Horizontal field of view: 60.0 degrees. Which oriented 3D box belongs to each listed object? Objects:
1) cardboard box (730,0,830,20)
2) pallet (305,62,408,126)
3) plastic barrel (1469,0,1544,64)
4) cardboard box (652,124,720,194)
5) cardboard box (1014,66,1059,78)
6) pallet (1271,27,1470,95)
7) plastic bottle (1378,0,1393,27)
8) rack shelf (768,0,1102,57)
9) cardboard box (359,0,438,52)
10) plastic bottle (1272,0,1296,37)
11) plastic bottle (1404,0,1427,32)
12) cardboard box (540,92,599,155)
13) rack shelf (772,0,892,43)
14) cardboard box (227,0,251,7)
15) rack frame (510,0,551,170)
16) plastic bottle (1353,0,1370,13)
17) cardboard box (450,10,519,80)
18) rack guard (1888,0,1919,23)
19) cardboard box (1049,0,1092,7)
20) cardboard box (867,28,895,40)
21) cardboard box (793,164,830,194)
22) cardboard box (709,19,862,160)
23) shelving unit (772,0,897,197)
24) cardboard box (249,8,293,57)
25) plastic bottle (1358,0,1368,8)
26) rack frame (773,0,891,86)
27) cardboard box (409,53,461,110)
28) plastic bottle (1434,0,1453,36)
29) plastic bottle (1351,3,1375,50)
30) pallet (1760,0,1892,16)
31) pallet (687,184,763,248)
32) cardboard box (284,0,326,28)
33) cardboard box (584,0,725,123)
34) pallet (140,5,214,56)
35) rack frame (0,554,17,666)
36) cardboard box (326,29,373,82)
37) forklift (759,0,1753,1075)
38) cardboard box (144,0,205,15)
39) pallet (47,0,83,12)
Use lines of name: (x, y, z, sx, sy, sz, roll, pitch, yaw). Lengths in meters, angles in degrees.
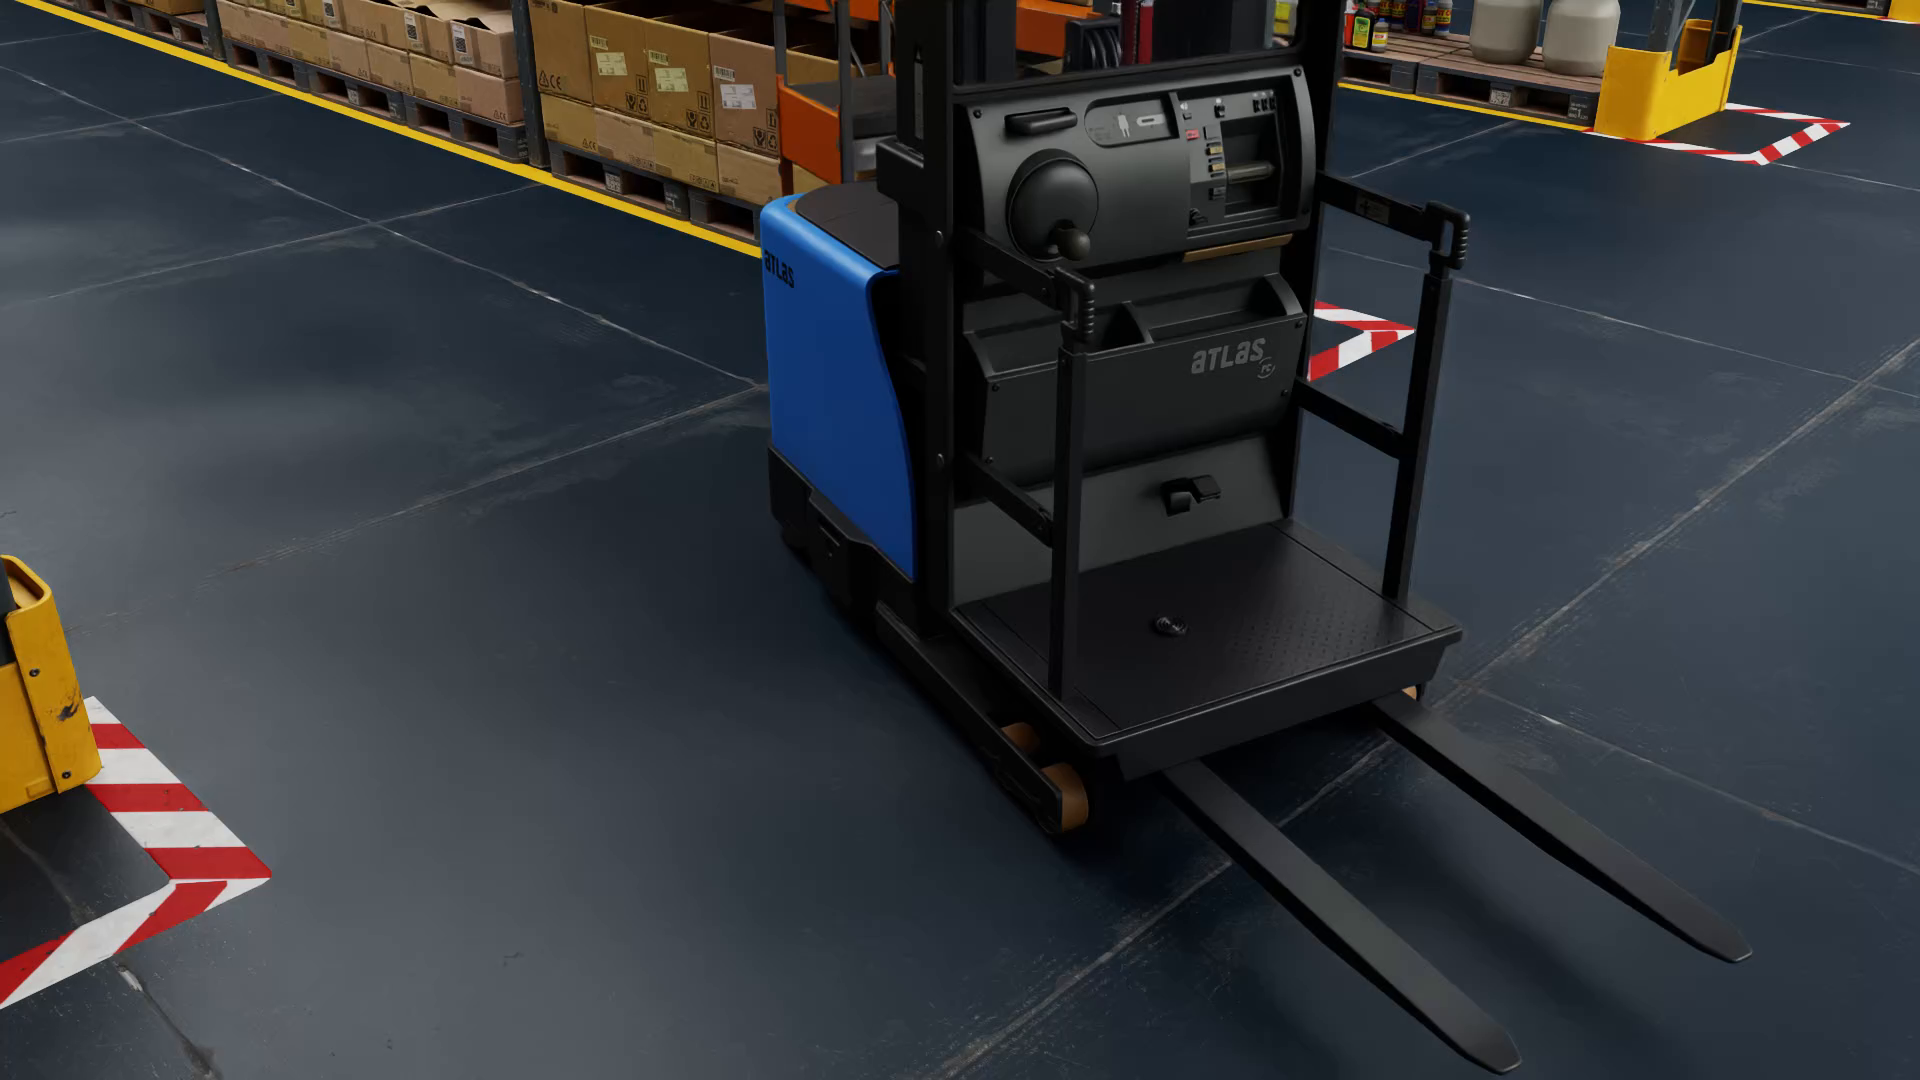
cardboard box: (-0.789, -2.430, 8.345, 0.500, 0.500, 0.500, 25, 36, 38)
pallet: (-3.407, -2.928, 10.591, 1.213, 0.211, 1.003, 25, 36, 38)
plastic barrel: (3.467, -3.312, 10.547, 0.421, 0.512, 0.421, 0, 28, 0)
cardboard box: (-1.156, -1.924, 8.189, 0.500, 0.250, 0.500, 25, 36, 38)
cardboard box: (0.281, -1.608, 6.783, 0.500, 0.500, 0.500, 25, 36, 38)
pallet: (2.819, -3.314, 11.325, 1.213, 0.211, 1.003, 25, 36, 38)
plastic bottle: (2.958, -3.701, 11.523, 0.097, 0.271, 0.097, 0, 28, 0)
rack shelf: (-0.554, -2.565, 7.679, 4.000, 0.370, 1.077, 25, 36, 38)
cardboard box: (-3.199, -3.122, 9.865, 0.500, 0.311, 0.500, 24, 36, 38)
plastic bottle: (2.218, -3.600, 11.247, 0.185, 0.351, 0.144, 24, 36, 38)
plastic bottle: (3.125, -3.641, 11.398, 0.061, 0.283, 0.133, -25, 36, -38)
cardboard box: (-1.862, -2.253, 8.816, 0.500, 0.250, 0.500, 25, 36, 38)
rack shelf: (-0.290, -1.812, 4.965, 0.431, 0.518, 0.480, -14, 31, -25)
cardboard box: (-4.665, -3.790, 11.136, 0.500, 0.311, 0.500, -24, 36, -38)
rack frame: (-1.980, -3.536, 8.753, 0.127, 3.000, 1.000, 25, 36, 38)
plastic bottle: (2.644, -3.447, 11.028, 0.133, 0.283, 0.061, 25, 36, 38)
cardboard box: (-2.470, -2.791, 9.235, 0.500, 0.311, 0.500, 25, 36, 38)
rack guard: (7.766, -4.436, 13.149, 0.348, 0.500, 1.175, 25, 36, 38)
cardboard box: (0.548, -2.432, 6.545, 0.500, 0.500, 0.700, 25, 36, 38)
cardboard box: (-0.078, -2.102, 7.722, 0.500, 0.500, 0.500, 25, 36, 38)
cardboard box: (-0.440, -1.599, 7.571, 0.500, 0.250, 0.500, 25, 36, 38)
cardboard box: (-0.798, -2.093, 7.705, 0.500, 0.500, 0.500, 25, 36, 38)
shelving unit: (-0.290, -1.205, 5.285, 0.431, 2.100, 0.503, -14, 31, -25)
cardboard box: (-4.306, -3.378, 10.955, 0.500, 0.250, 0.500, 23, 36, 37)
plastic bottle: (2.813, -3.767, 11.649, 0.097, 0.271, 0.097, 0, 28, 0)
rack frame: (-0.405, -1.305, 5.475, 0.400, 2.100, 0.015, -14, 31, -25)
cardboard box: (-2.838, -2.710, 9.684, 0.500, 0.250, 0.500, 24, 36, 38)
plastic bottle: (3.273, -3.556, 11.249, 0.097, 0.271, 0.097, 0, 28, 0)
plastic bottle: (2.635, -3.352, 10.848, 0.061, 0.283, 0.133, -24, 36, -38)
pallet: (7.211, -4.585, 13.743, 1.213, 0.211, 1.003, 25, 36, 38)
pallet: (-0.568, -1.631, 8.124, 1.213, 0.211, 1.003, 25, 36, 38)
cardboard box: (-3.922, -3.455, 10.497, 0.500, 0.311, 0.500, 23, 36, 37)
cardboard box: (-1.507, -2.421, 8.330, 0.500, 0.500, 0.500, 25, 36, 38)
pallet: (-5.338, -3.864, 12.371, 1.213, 0.211, 1.003, 25, 36, 38)
rack frame: (-2.598, -0.586, 3.142, 0.127, 3.000, 1.000, 25, 36, 38)
cardboard box: (-3.565, -3.043, 10.318, 0.500, 0.250, 0.500, -24, 36, -38)
forklift: (0.541, -0.843, 3.704, 1.130, 2.935, 3.031, -14, 31, -25)
cardboard box: (-5.664, -4.157, 12.146, 0.500, 0.500, 0.500, -24, 36, -37)
pallet: (-7.078, -4.660, 13.885, 1.213, 0.211, 1.003, 25, 36, 38)
